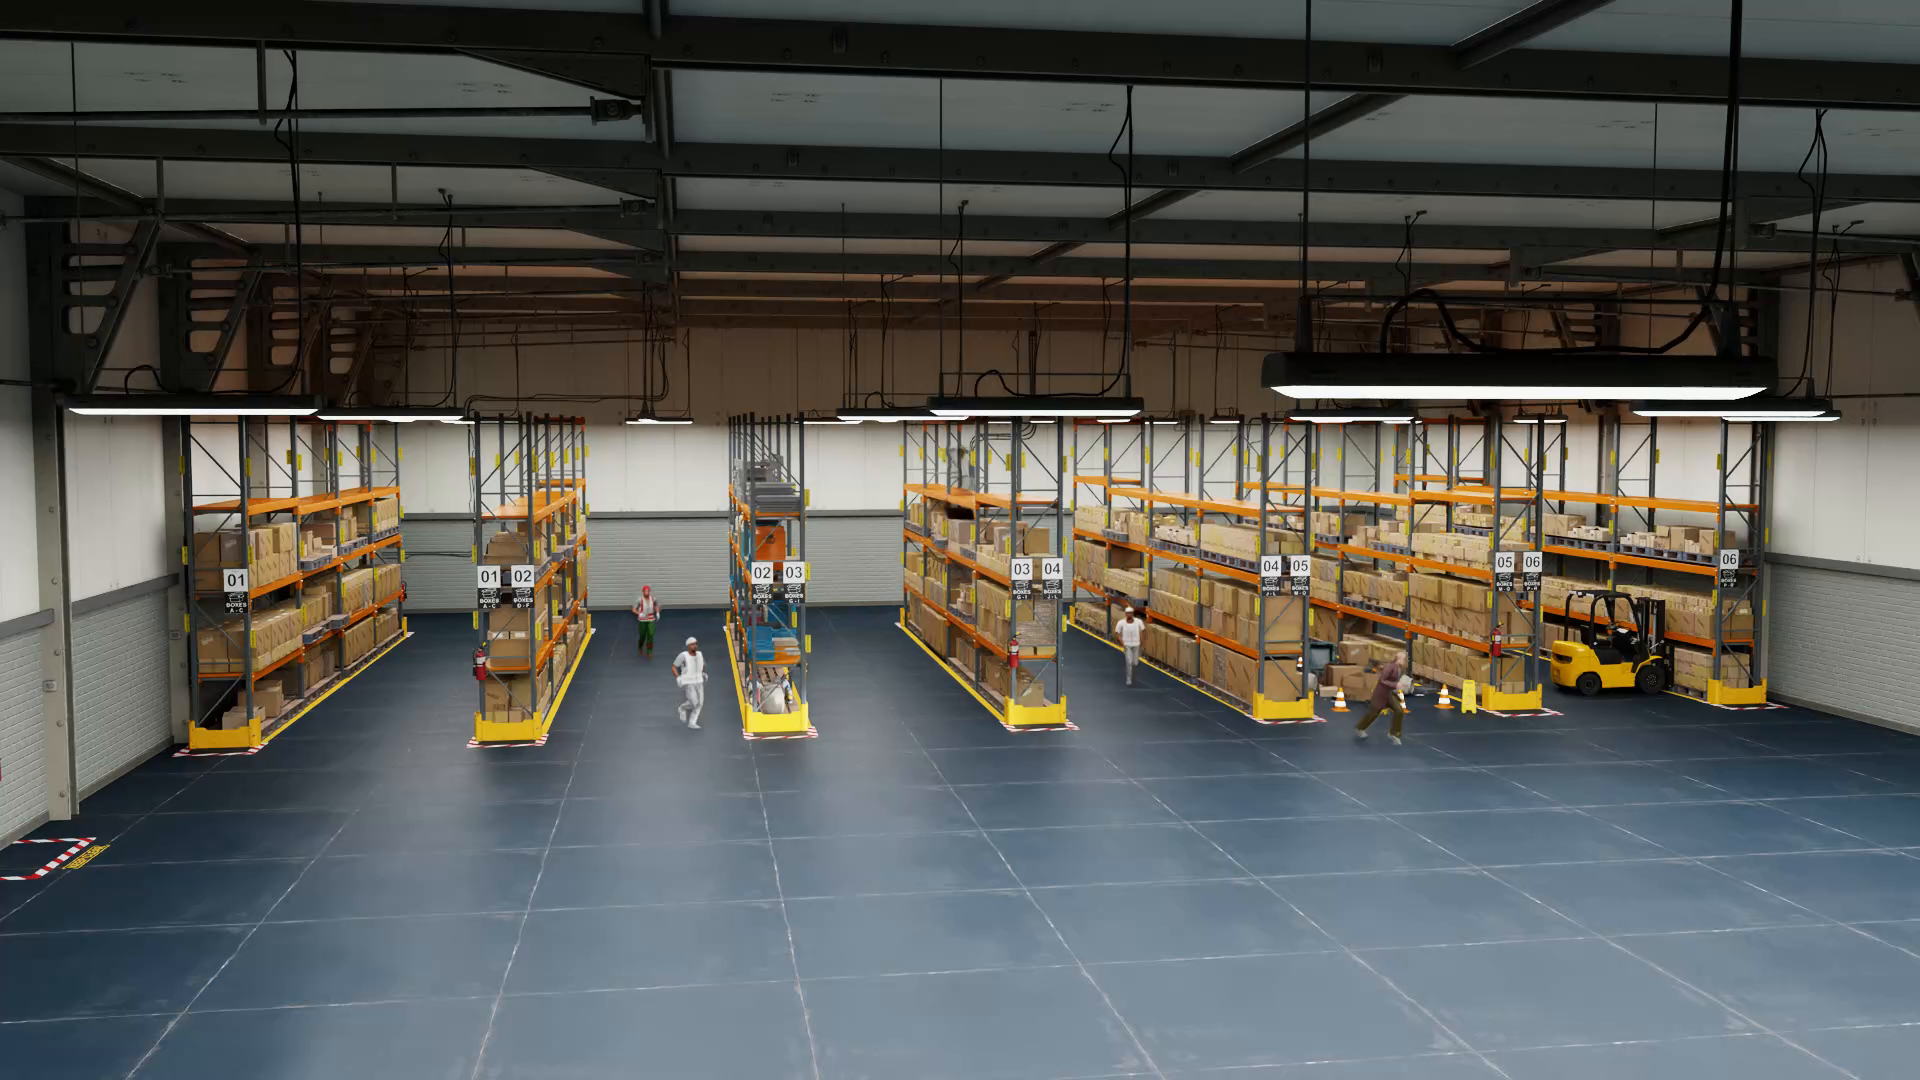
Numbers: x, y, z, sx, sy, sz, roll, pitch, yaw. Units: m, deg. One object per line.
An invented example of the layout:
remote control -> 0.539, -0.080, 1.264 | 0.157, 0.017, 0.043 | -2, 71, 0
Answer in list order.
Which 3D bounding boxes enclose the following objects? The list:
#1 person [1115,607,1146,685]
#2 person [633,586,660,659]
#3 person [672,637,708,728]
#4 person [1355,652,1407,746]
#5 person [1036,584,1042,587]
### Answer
person -> 3.796, 2.342, 37.110 | 0.705, 1.739, 0.662 | 0, 4, -4
person -> -7.784, 2.022, 41.270 | 0.684, 1.795, 0.865 | -2, 4, -24
person -> -5.072, 2.714, 31.552 | 0.687, 1.733, 0.596 | -4, 5, -43
person -> 7.647, 2.916, 30.145 | 1.067, 1.630, 0.752 | 4, 5, 43
person -> 2.235, 1.813, 46.759 | 0.532, 1.465, 0.540 | 0, 4, 0
